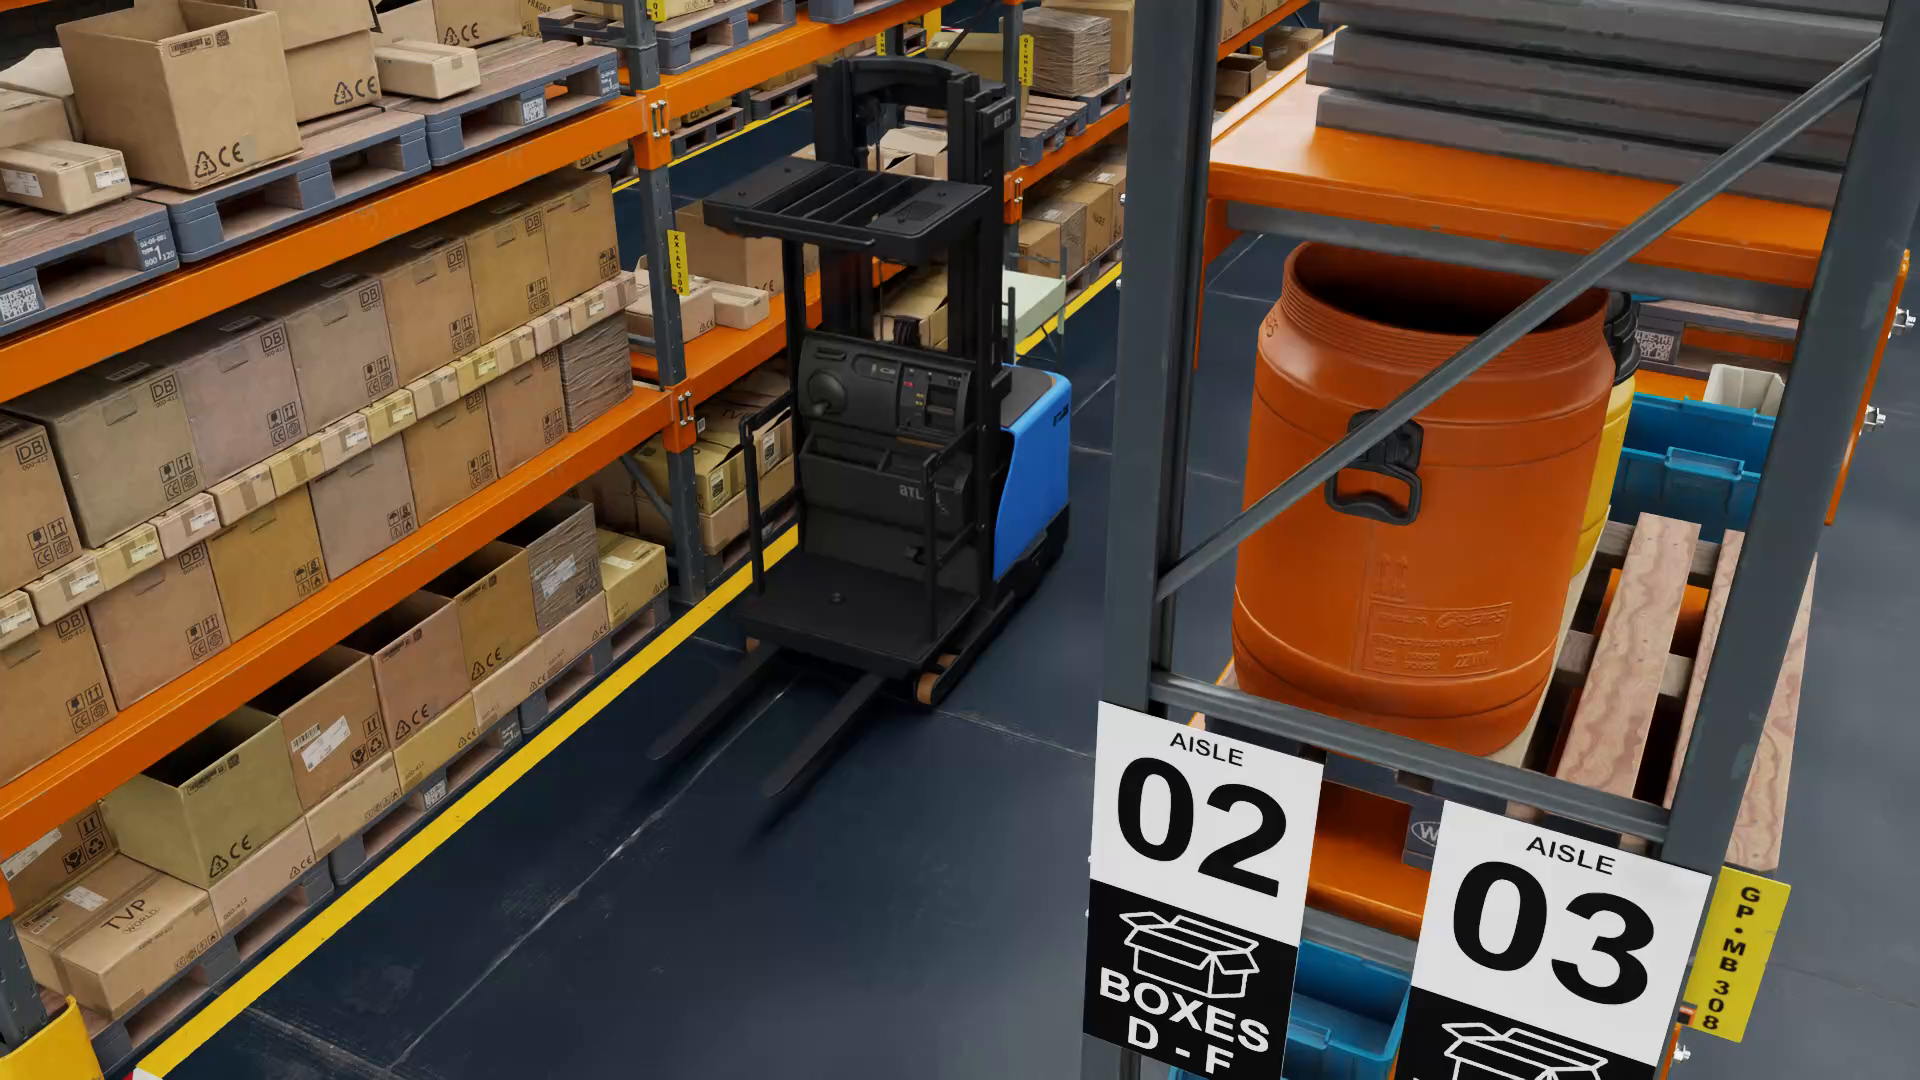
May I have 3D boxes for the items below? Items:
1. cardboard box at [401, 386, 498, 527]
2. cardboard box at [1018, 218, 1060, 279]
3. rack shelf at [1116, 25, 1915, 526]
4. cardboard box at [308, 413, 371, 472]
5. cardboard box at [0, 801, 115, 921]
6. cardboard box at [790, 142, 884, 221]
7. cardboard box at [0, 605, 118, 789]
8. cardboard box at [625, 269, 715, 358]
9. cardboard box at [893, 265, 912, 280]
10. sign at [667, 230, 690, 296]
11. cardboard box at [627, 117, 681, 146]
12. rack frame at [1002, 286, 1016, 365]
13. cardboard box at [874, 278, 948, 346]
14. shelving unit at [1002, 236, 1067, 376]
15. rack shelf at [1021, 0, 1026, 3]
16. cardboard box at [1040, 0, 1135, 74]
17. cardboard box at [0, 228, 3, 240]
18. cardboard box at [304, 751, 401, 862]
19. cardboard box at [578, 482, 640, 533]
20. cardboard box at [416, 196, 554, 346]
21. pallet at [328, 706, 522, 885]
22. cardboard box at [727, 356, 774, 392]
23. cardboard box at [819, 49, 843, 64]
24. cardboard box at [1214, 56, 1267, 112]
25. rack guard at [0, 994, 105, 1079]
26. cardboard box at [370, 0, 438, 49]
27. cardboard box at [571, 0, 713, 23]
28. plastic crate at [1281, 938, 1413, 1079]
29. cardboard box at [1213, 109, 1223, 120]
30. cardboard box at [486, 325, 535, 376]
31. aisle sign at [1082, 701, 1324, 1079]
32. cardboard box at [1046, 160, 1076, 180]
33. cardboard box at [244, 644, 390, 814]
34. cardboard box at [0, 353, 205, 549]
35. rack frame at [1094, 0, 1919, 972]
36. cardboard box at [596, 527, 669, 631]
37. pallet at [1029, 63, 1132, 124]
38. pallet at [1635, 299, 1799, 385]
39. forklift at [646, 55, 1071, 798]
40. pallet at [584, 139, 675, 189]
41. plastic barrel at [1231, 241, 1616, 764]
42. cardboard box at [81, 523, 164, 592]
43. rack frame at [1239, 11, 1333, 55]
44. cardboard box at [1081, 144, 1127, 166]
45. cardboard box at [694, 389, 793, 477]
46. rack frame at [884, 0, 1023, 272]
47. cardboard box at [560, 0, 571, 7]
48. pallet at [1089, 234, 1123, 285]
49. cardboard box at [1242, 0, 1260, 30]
[{"bbox_3d":[-2.537,-0.461,7.440,0.700,0.500,0.500,15,33,24],"label":"cardboard box"},{"bbox_3d":[0.410,-2.090,12.445,0.500,0.500,0.500,16,33,25],"label":"cardboard box"},{"bbox_3d":[1.623,-1.177,3.887,1.077,0.370,4.000,14,33,23],"label":"rack shelf"},{"bbox_3d":[-2.625,-0.430,6.736,0.380,0.149,0.250,15,33,24],"label":"cardboard box"},{"bbox_3d":[-3.717,1.080,6.443,0.500,0.500,0.500,14,33,23],"label":"cardboard box"},{"bbox_3d":[-0.802,-2.142,10.367,0.500,0.500,0.500,12,32,21],"label":"cardboard box"},{"bbox_3d":[-3.472,0.453,5.848,0.700,0.500,0.500,14,33,23],"label":"cardboard box"},{"bbox_3d":[-1.689,-1.236,9.040,0.500,0.250,0.500,17,34,26],"label":"cardboard box"},{"bbox_3d":[-0.552,-1.913,11.846,0.500,0.311,0.500,15,33,25],"label":"cardboard box"},{"bbox_3d":[-1.379,-1.357,8.152,0.100,0.325,0.005,14,33,23],"label":"sign"},{"bbox_3d":[-3.224,-4.279,15.926,0.750,0.750,0.750,15,33,25],"label":"cardboard box"},{"bbox_3d":[0.122,-0.782,9.605,0.400,1.500,0.023,14,33,22],"label":"rack frame"},{"bbox_3d":[-0.302,-1.559,11.229,0.500,0.311,0.500,14,33,23],"label":"cardboard box"},{"bbox_3d":[0.282,-0.945,9.890,0.431,1.500,0.755,14,33,22],"label":"shelving unit"},{"bbox_3d":[0.859,-4.721,12.670,1.077,0.370,4.000,14,33,23],"label":"rack shelf"},{"bbox_3d":[1.021,-4.047,13.264,0.700,0.500,0.500,6,30,11],"label":"cardboard box"},{"bbox_3d":[-3.431,-1.142,5.048,0.797,0.503,0.637,17,34,27],"label":"cardboard box"},{"bbox_3d":[-2.801,1.080,7.197,0.500,0.250,0.500,14,33,23],"label":"cardboard box"},{"bbox_3d":[-1.943,-0.312,9.621,0.500,0.250,0.500,14,33,23],"label":"cardboard box"},{"bbox_3d":[-2.300,-1.256,7.522,0.700,0.500,0.500,14,33,23],"label":"cardboard box"},{"bbox_3d":[-2.828,1.022,7.757,1.003,0.211,1.213,14,33,23],"label":"pallet"},{"bbox_3d":[-1.484,-1.003,10.261,0.500,0.311,0.500,14,33,23],"label":"cardboard box"},{"bbox_3d":[-1.742,-5.597,18.572,0.700,0.500,0.500,15,33,24],"label":"cardboard box"},{"bbox_3d":[2.622,-4.561,16.746,0.797,0.503,0.637,14,33,23],"label":"cardboard box"},{"bbox_3d":[-3.707,1.795,6.122,1.175,0.500,0.348,14,33,23],"label":"rack guard"},{"bbox_3d":[-2.584,-2.175,7.040,0.500,0.311,0.500,12,32,21],"label":"cardboard box"},{"bbox_3d":[-1.585,-2.761,8.263,0.500,0.250,0.500,18,34,28],"label":"cardboard box"},{"bbox_3d":[0.974,1.314,4.599,0.499,0.251,0.408,14,33,23],"label":"plastic crate"},{"bbox_3d":[2.539,-4.104,16.288,0.380,0.166,0.250,14,33,23],"label":"cardboard box"},{"bbox_3d":[-2.157,-0.886,7.528,0.380,0.149,0.250,14,33,23],"label":"cardboard box"},{"bbox_3d":[0.414,0.663,2.973,0.394,0.787,0.004,14,33,23],"label":"aisle sign"},{"bbox_3d":[0.635,-2.884,13.828,0.500,0.500,0.500,13,32,21],"label":"cardboard box"},{"bbox_3d":[-2.811,0.752,7.015,0.500,0.500,0.500,14,33,23],"label":"cardboard box"},{"bbox_3d":[-3.213,-0.367,5.974,0.700,0.500,0.500,13,32,22],"label":"cardboard box"},{"bbox_3d":[0.712,-0.776,2.064,1.000,3.000,0.127,14,33,23],"label":"rack frame"},{"bbox_3d":[-1.891,0.193,8.742,0.500,0.250,0.500,14,33,23],"label":"cardboard box"},{"bbox_3d":[0.830,-3.626,13.245,1.003,0.211,1.213,14,33,23],"label":"pallet"},{"bbox_3d":[2.292,-0.824,5.351,1.213,0.211,1.003,14,33,23],"label":"pallet"},{"bbox_3d":[-0.470,-0.695,8.016,1.130,2.935,3.031,14,33,22],"label":"forklift"},{"bbox_3d":[-3.480,-3.630,15.859,1.003,0.211,1.213,14,33,23],"label":"pallet"},{"bbox_3d":[0.820,-0.087,3.025,0.600,0.830,0.708,14,33,23],"label":"plastic barrel"},{"bbox_3d":[-3.093,0.023,5.946,0.380,0.149,0.250,14,33,23],"label":"cardboard box"},{"bbox_3d":[3.593,-6.392,17.870,1.000,3.000,0.127,14,33,23],"label":"rack frame"},{"bbox_3d":[1.339,-3.003,14.035,0.500,0.500,0.500,15,33,24],"label":"cardboard box"},{"bbox_3d":[-1.231,-0.653,9.651,0.500,0.311,0.500,14,33,23],"label":"cardboard box"},{"bbox_3d":[-0.052,-2.846,11.694,1.000,3.000,0.127,14,33,23],"label":"rack frame"},{"bbox_3d":[-3.540,-4.756,14.601,0.500,0.500,0.500,14,33,23],"label":"cardboard box"},{"bbox_3d":[0.879,-2.498,13.888,1.003,0.211,1.213,14,33,23],"label":"pallet"},{"bbox_3d":[2.476,-5.054,15.439,0.500,0.500,0.500,15,33,24],"label":"cardboard box"}]
